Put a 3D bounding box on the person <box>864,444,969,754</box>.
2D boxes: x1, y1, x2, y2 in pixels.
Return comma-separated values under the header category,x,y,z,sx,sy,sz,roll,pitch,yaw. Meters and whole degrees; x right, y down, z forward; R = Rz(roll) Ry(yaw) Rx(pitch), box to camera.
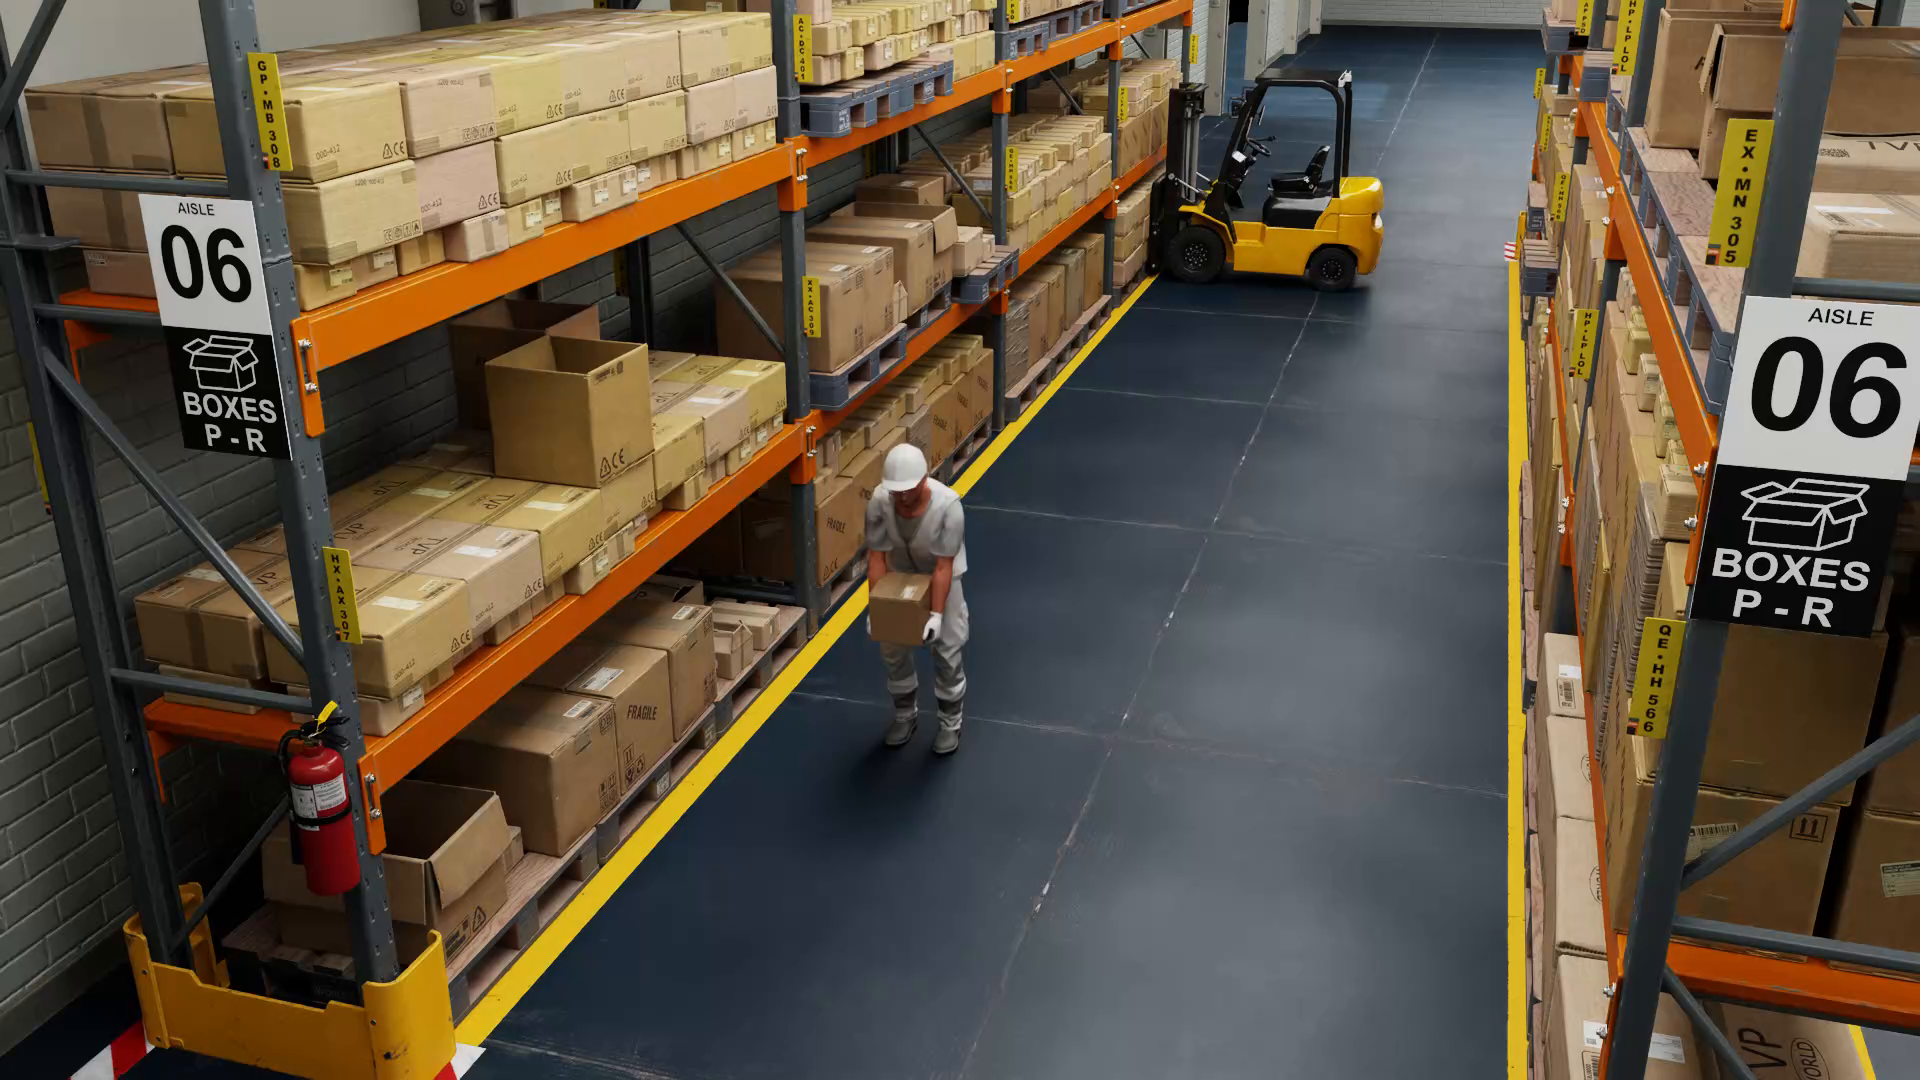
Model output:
category,x,y,z,sx,sy,sz,roll,pitch,yaw
person,-0.209,0.276,8.022,0.488,1.669,0.690,6,23,15
